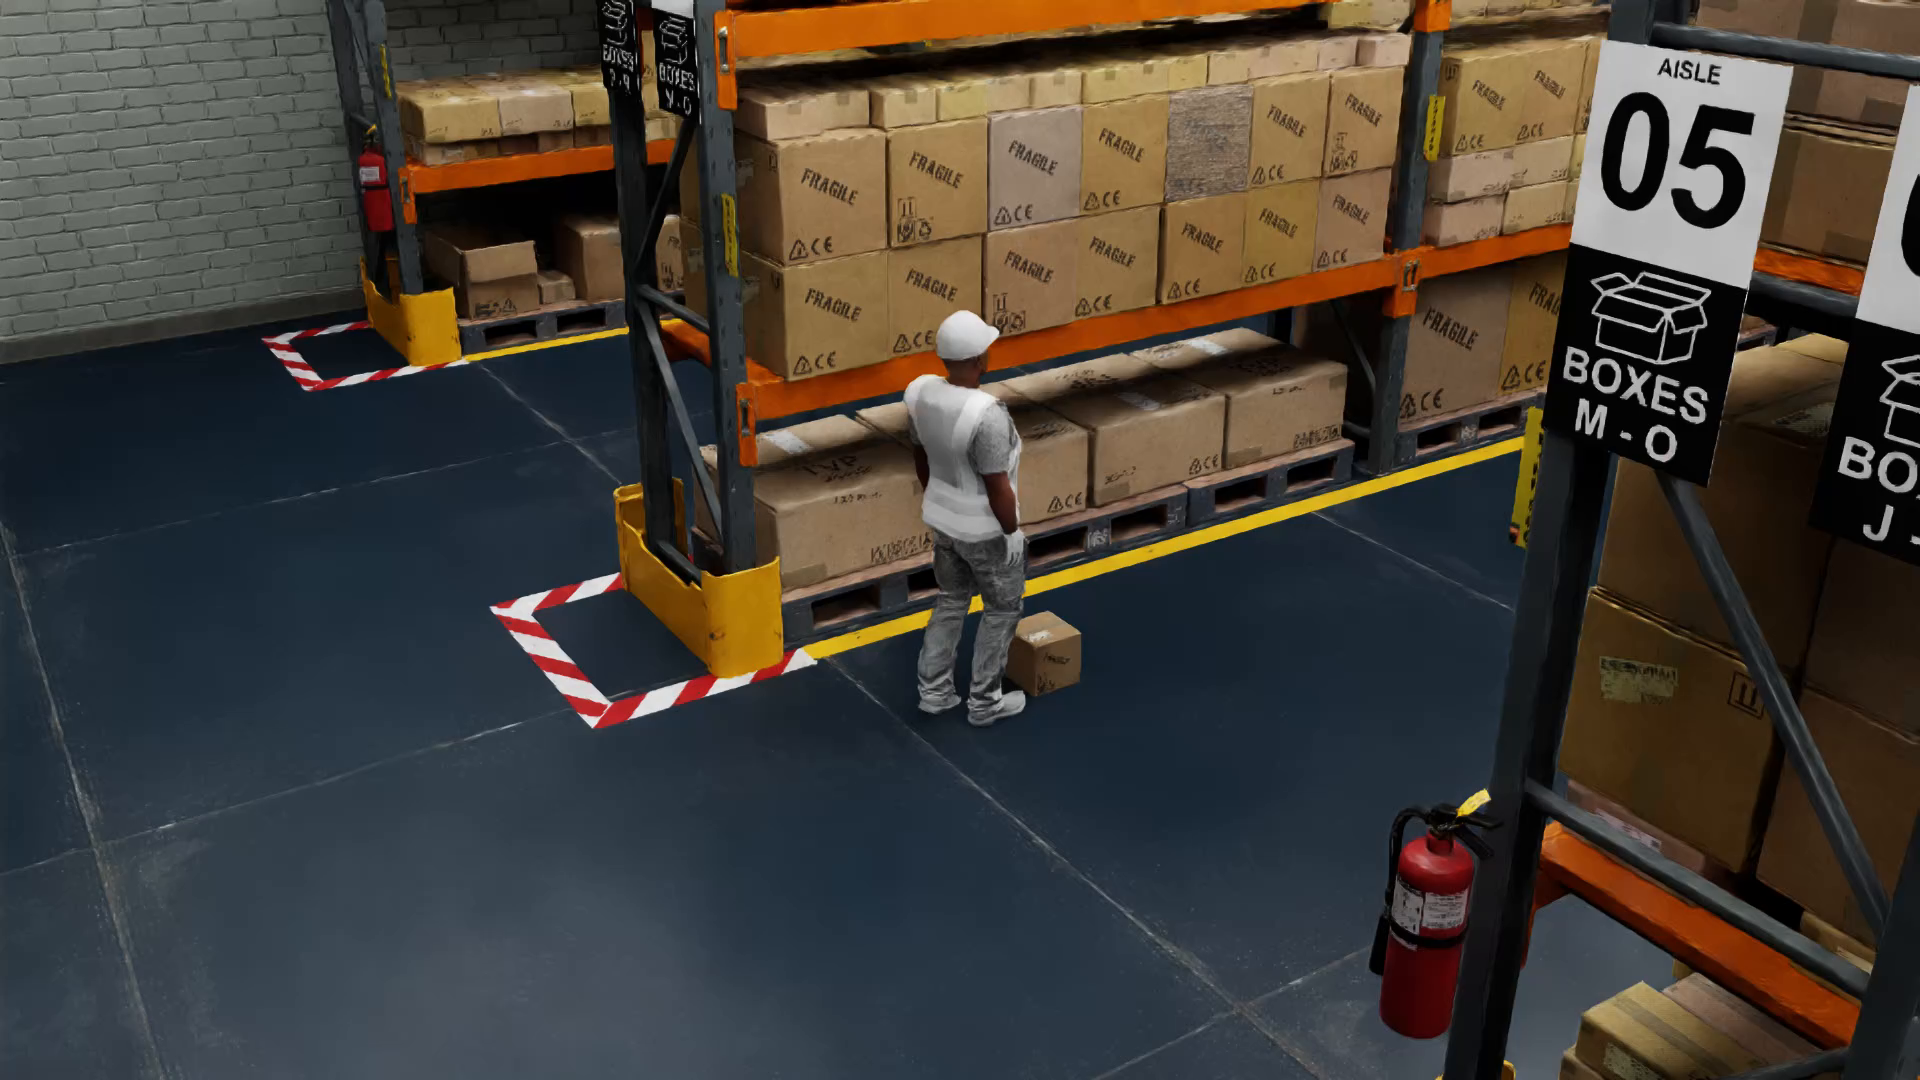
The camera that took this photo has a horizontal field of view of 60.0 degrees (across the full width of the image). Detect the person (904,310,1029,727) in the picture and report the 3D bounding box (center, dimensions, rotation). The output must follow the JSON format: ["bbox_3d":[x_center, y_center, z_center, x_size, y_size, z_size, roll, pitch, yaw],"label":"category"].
[{"bbox_3d":[0.044,-0.054,6.798,0.418,1.841,0.571,-19,31,-35],"label":"person"}]
